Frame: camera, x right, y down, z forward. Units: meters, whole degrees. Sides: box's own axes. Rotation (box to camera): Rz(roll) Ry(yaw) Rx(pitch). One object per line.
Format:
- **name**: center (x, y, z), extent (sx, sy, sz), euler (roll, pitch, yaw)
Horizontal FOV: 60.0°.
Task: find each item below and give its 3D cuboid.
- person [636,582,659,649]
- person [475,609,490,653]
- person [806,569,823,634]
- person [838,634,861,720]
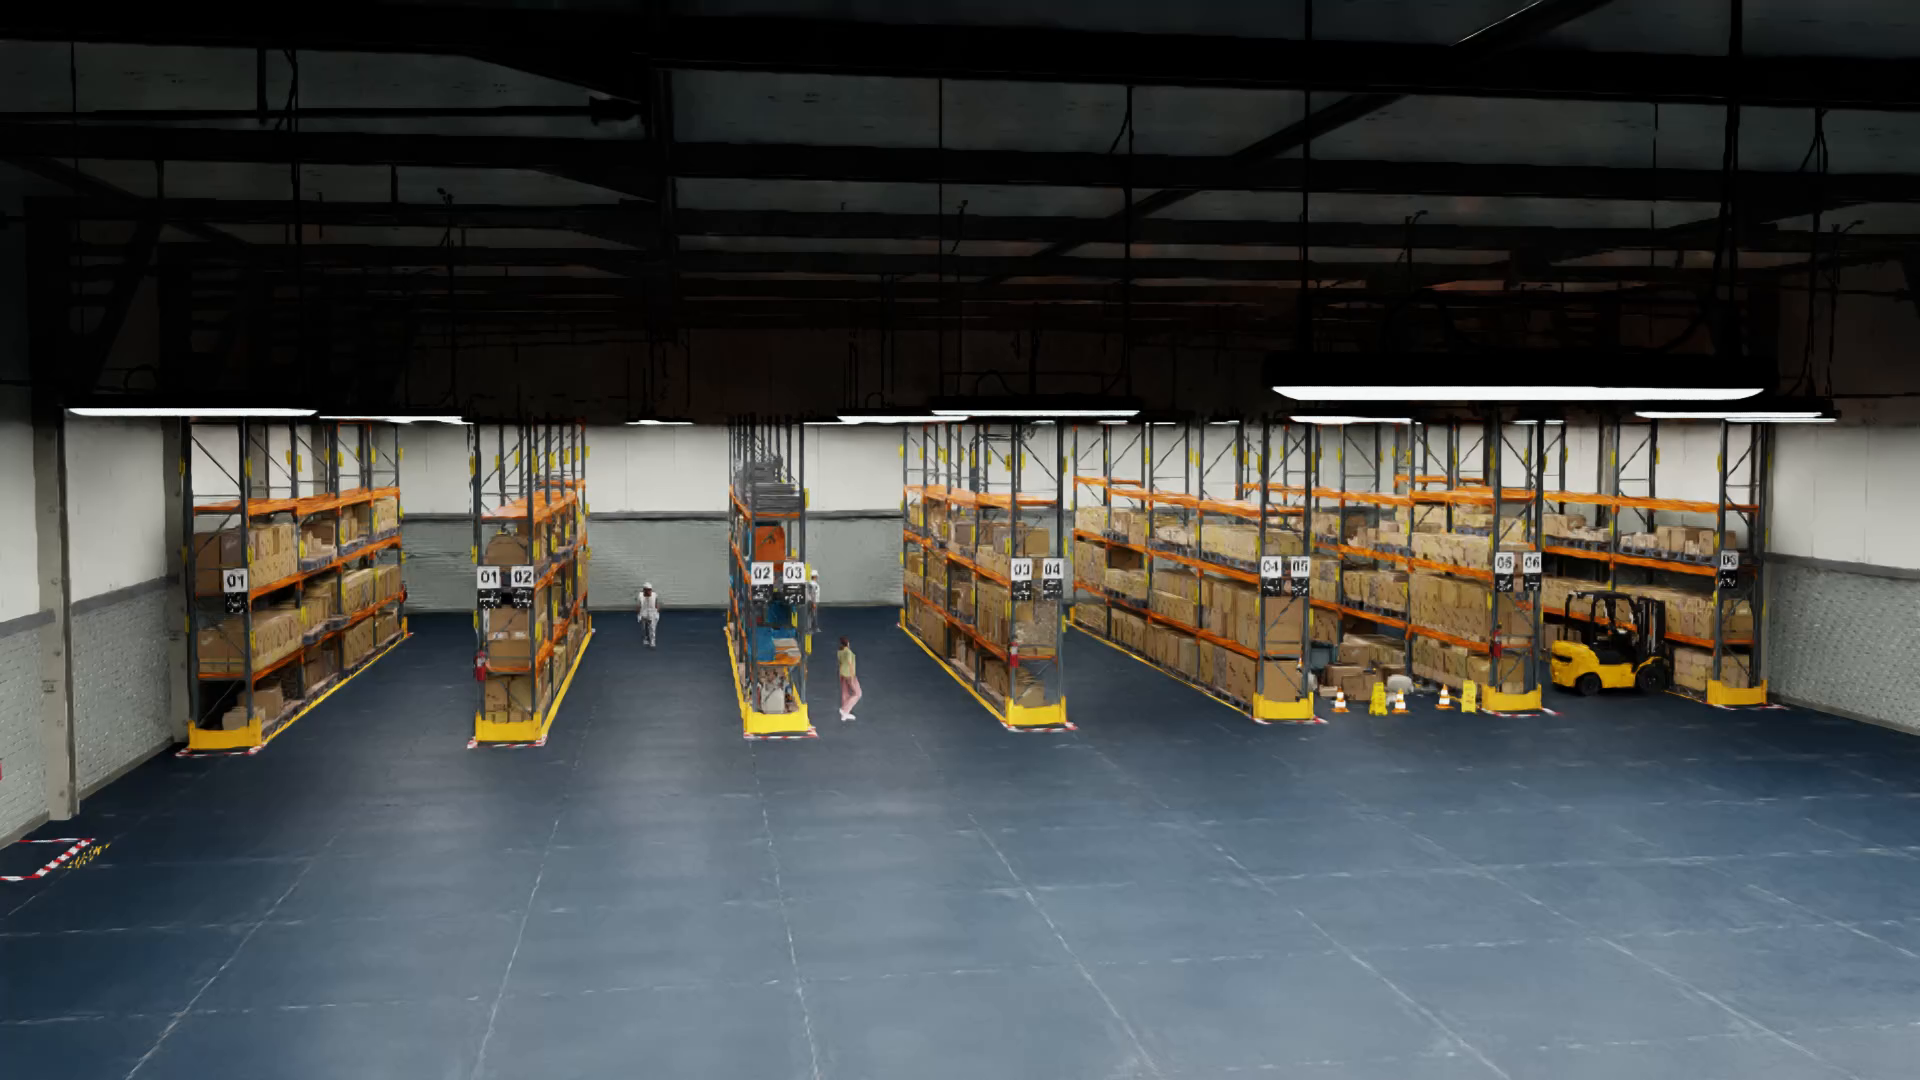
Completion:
- **person**: center (-8.082, 1.933, 43.013), extent (0.566, 1.706, 1.122), euler (0, 4, -7)
- **person**: center (-11.400, 2.191, 40.071), extent (0.639, 1.632, 0.506), euler (-1, 4, -10)
- **person**: center (-4.045, 1.701, 46.053), extent (0.478, 1.767, 0.616), euler (0, 4, -6)
- **person**: center (-2.205, 2.680, 32.447), extent (0.432, 1.670, 0.503), euler (-3, 5, -39)
